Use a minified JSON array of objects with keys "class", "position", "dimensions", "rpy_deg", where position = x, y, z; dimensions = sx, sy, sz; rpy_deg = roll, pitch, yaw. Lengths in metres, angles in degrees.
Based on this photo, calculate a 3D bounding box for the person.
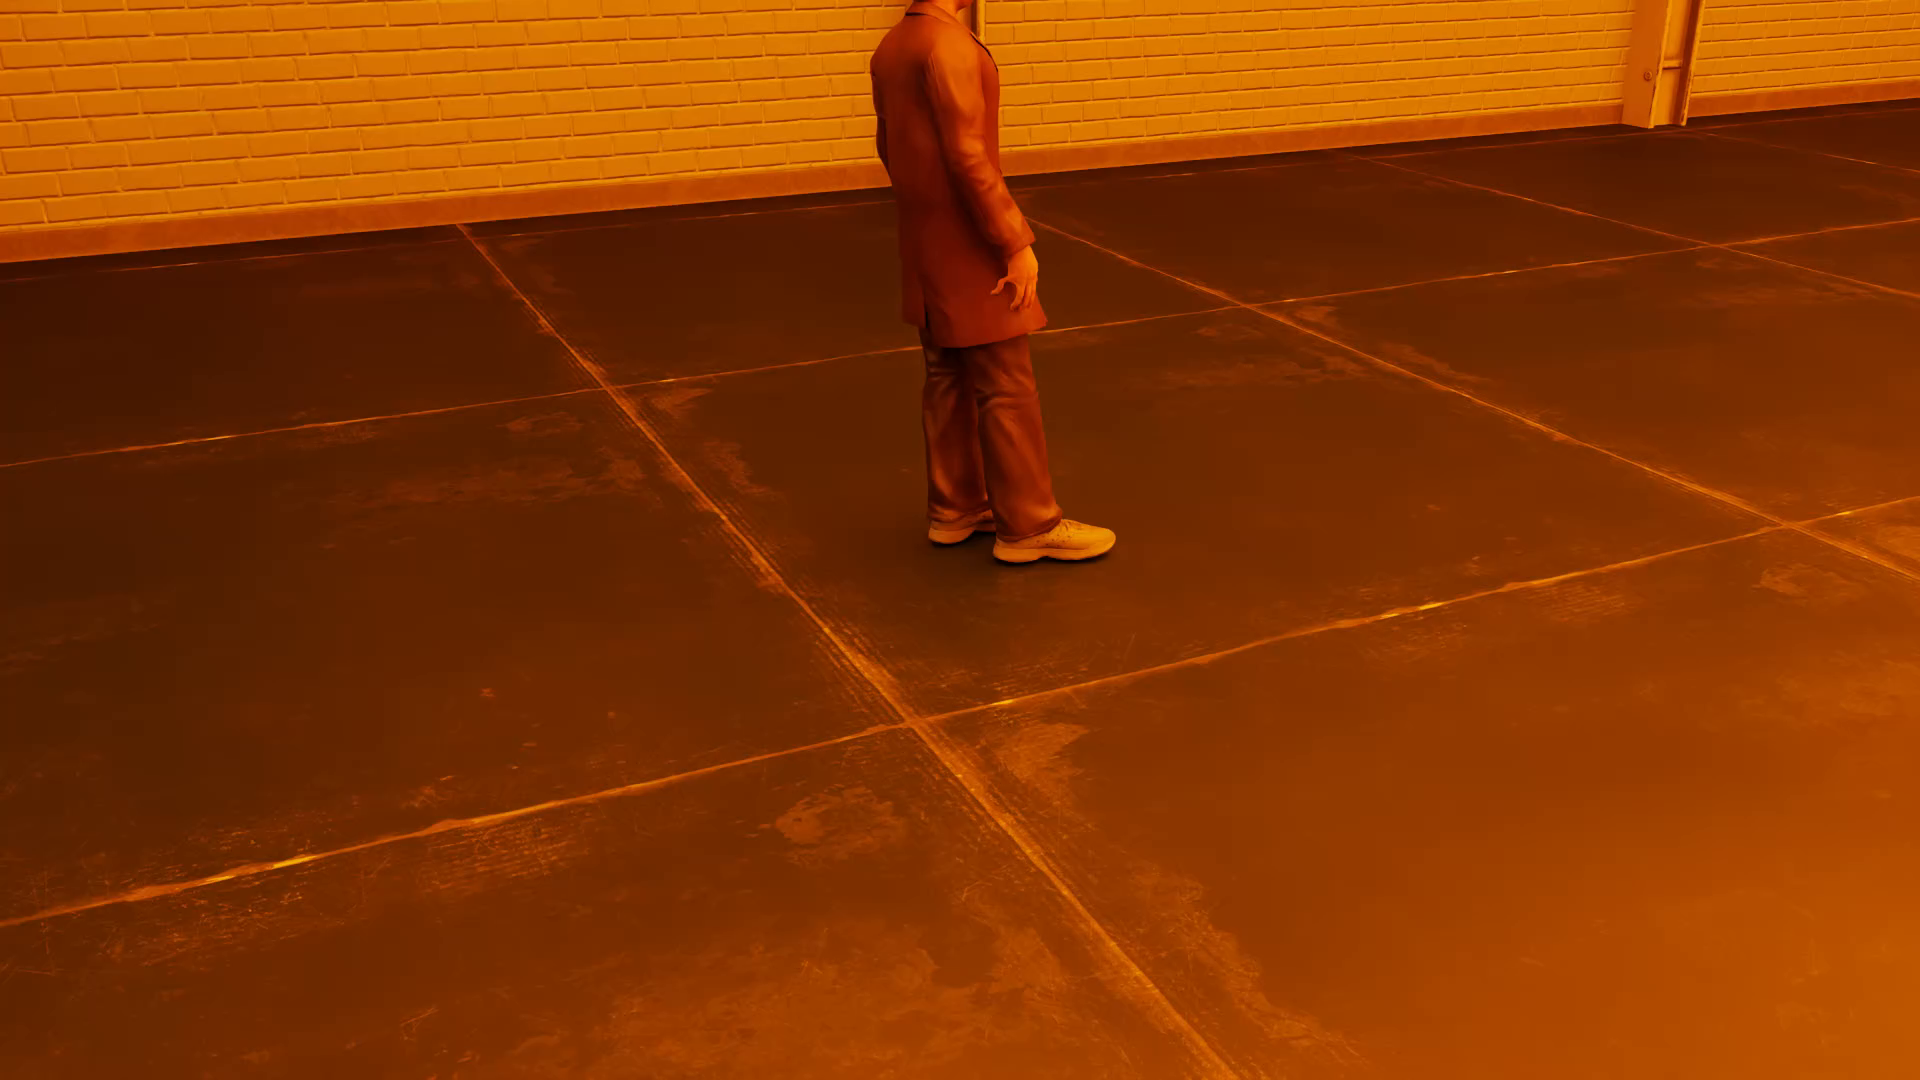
[{"class":"person","position":[0.084,-0.841,4.794],"dimensions":[0.582,1.776,0.696],"rpy_deg":[-10,25,-23]}]
